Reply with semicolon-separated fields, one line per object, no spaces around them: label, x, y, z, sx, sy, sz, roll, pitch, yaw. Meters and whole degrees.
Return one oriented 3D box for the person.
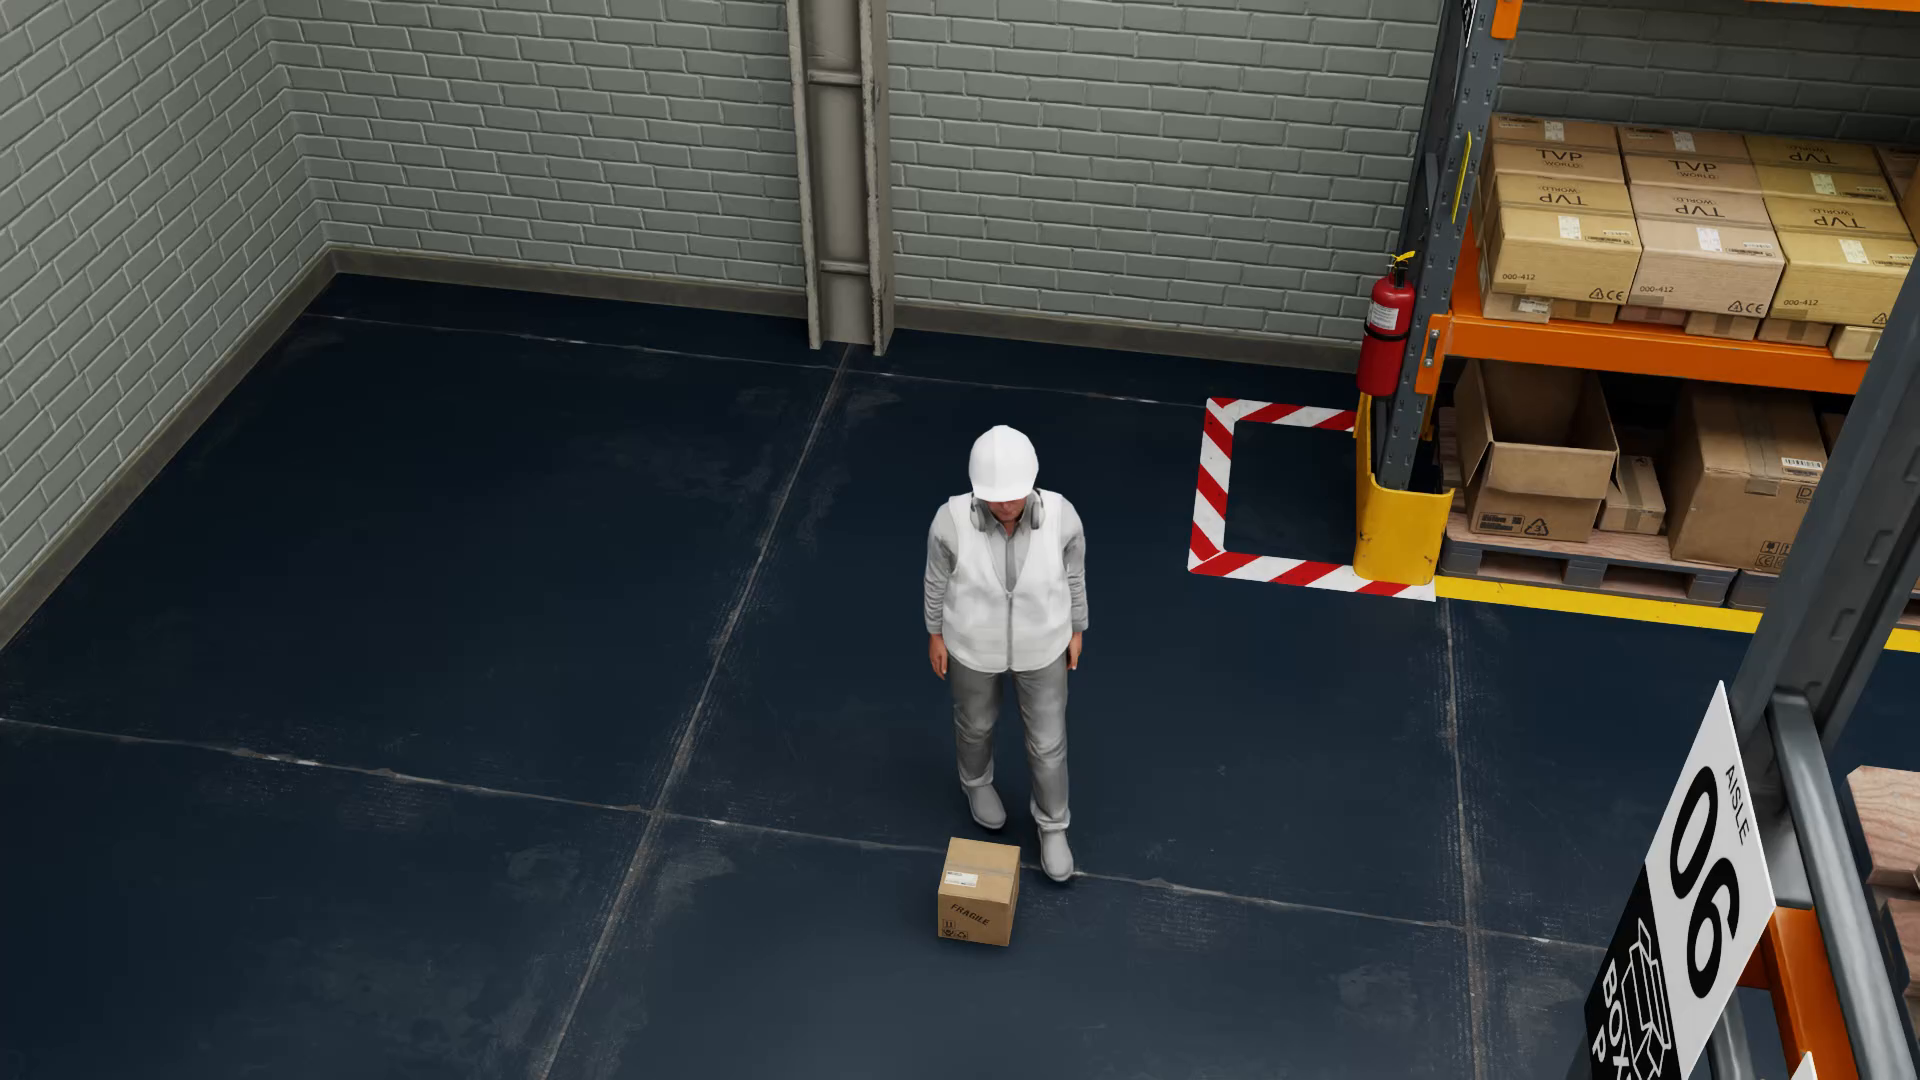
person;0.167;0.405;5.652;0.565;1.774;0.590;-2;40;-2
